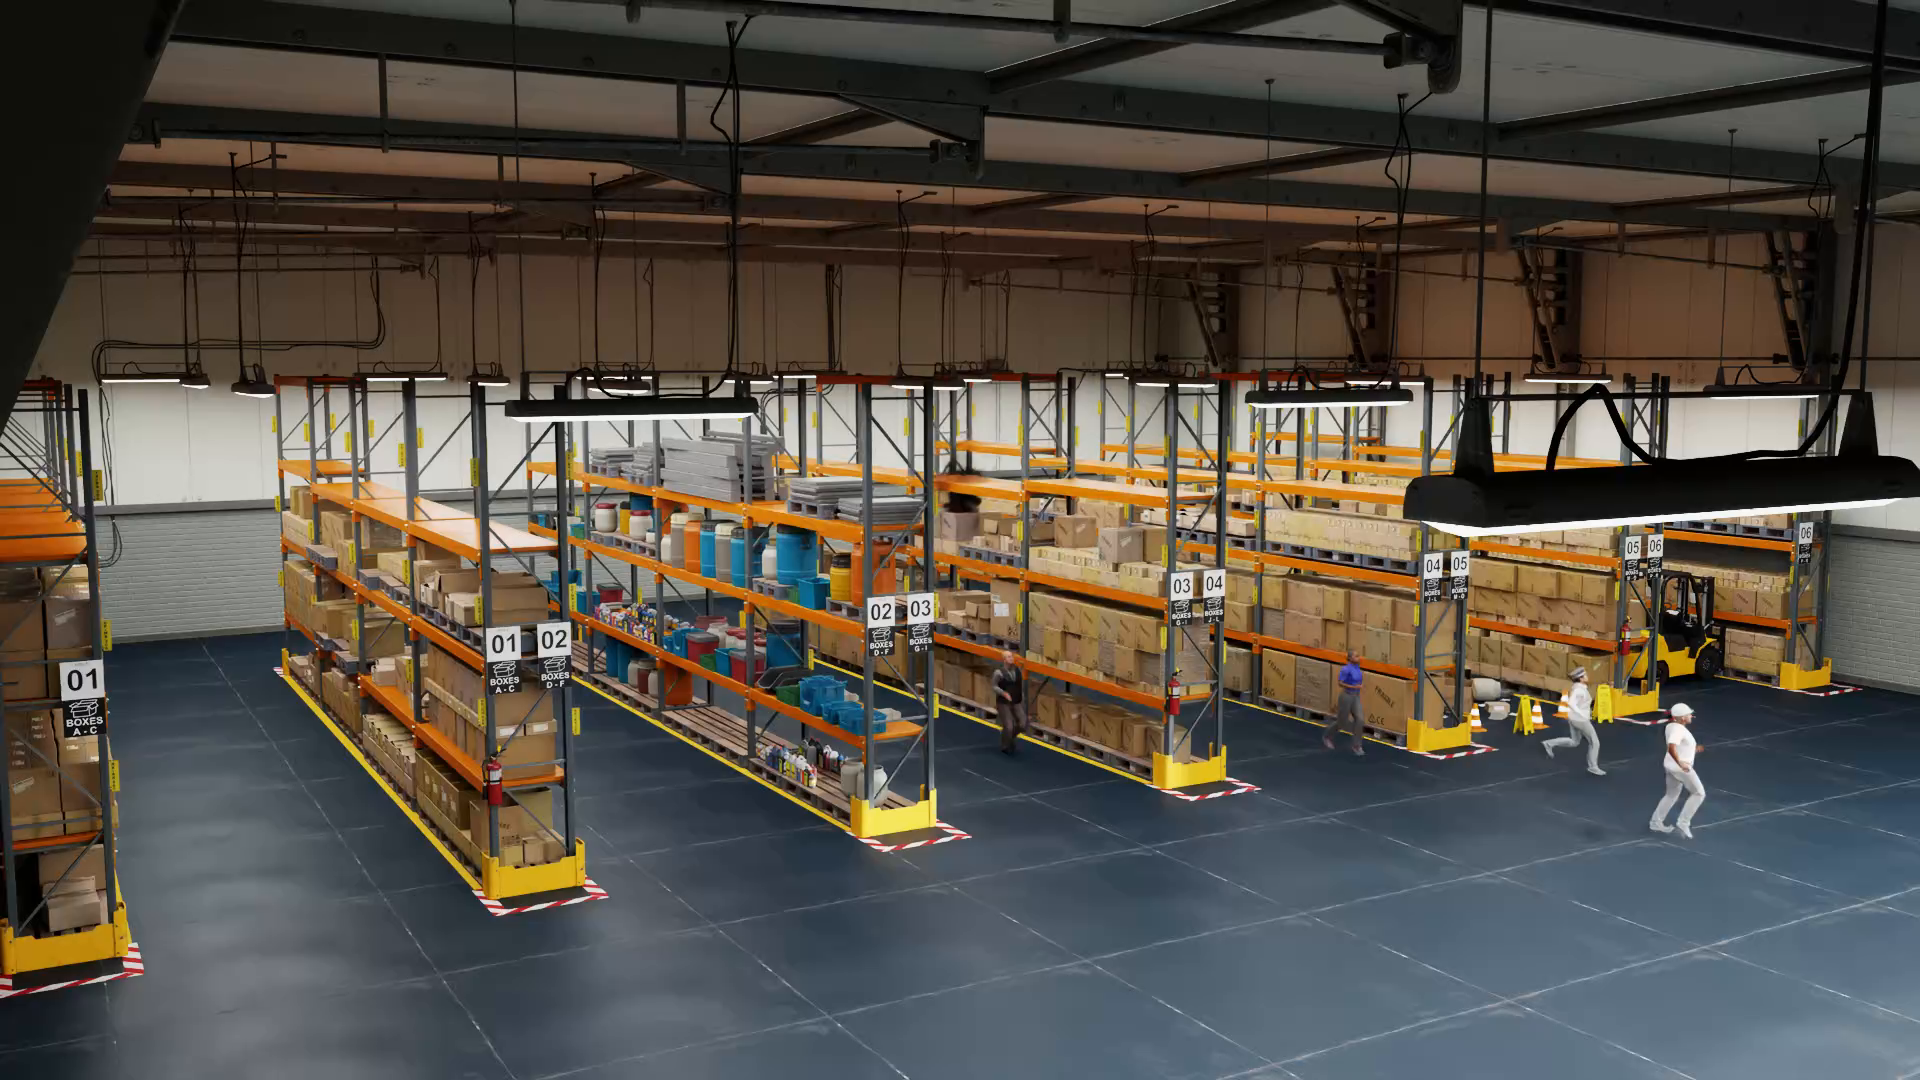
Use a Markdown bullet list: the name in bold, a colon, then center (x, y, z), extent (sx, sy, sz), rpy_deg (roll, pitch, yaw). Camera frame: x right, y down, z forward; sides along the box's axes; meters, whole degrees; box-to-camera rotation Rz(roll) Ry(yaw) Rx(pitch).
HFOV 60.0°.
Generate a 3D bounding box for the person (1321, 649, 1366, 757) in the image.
- **person**: center (6.234, 2.595, 26.738), extent (0.603, 1.699, 0.799), rpy_deg (-6, 8, -42)

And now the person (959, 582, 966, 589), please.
- **person**: center (-0.009, 1.705, 34.577), extent (0.601, 1.666, 0.915), rpy_deg (-5, 8, -36)

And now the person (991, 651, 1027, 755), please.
- **person**: center (0.816, 2.598, 26.449), extent (0.635, 1.673, 0.564), rpy_deg (-3, 7, -28)

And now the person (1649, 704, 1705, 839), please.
- **person**: center (9.538, 3.059, 22.020), extent (0.739, 1.803, 0.672), rpy_deg (0, 6, 0)

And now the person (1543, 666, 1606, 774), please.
- **person**: center (9.419, 2.752, 25.413), extent (0.934, 1.684, 0.603), rpy_deg (1, 6, 7)
